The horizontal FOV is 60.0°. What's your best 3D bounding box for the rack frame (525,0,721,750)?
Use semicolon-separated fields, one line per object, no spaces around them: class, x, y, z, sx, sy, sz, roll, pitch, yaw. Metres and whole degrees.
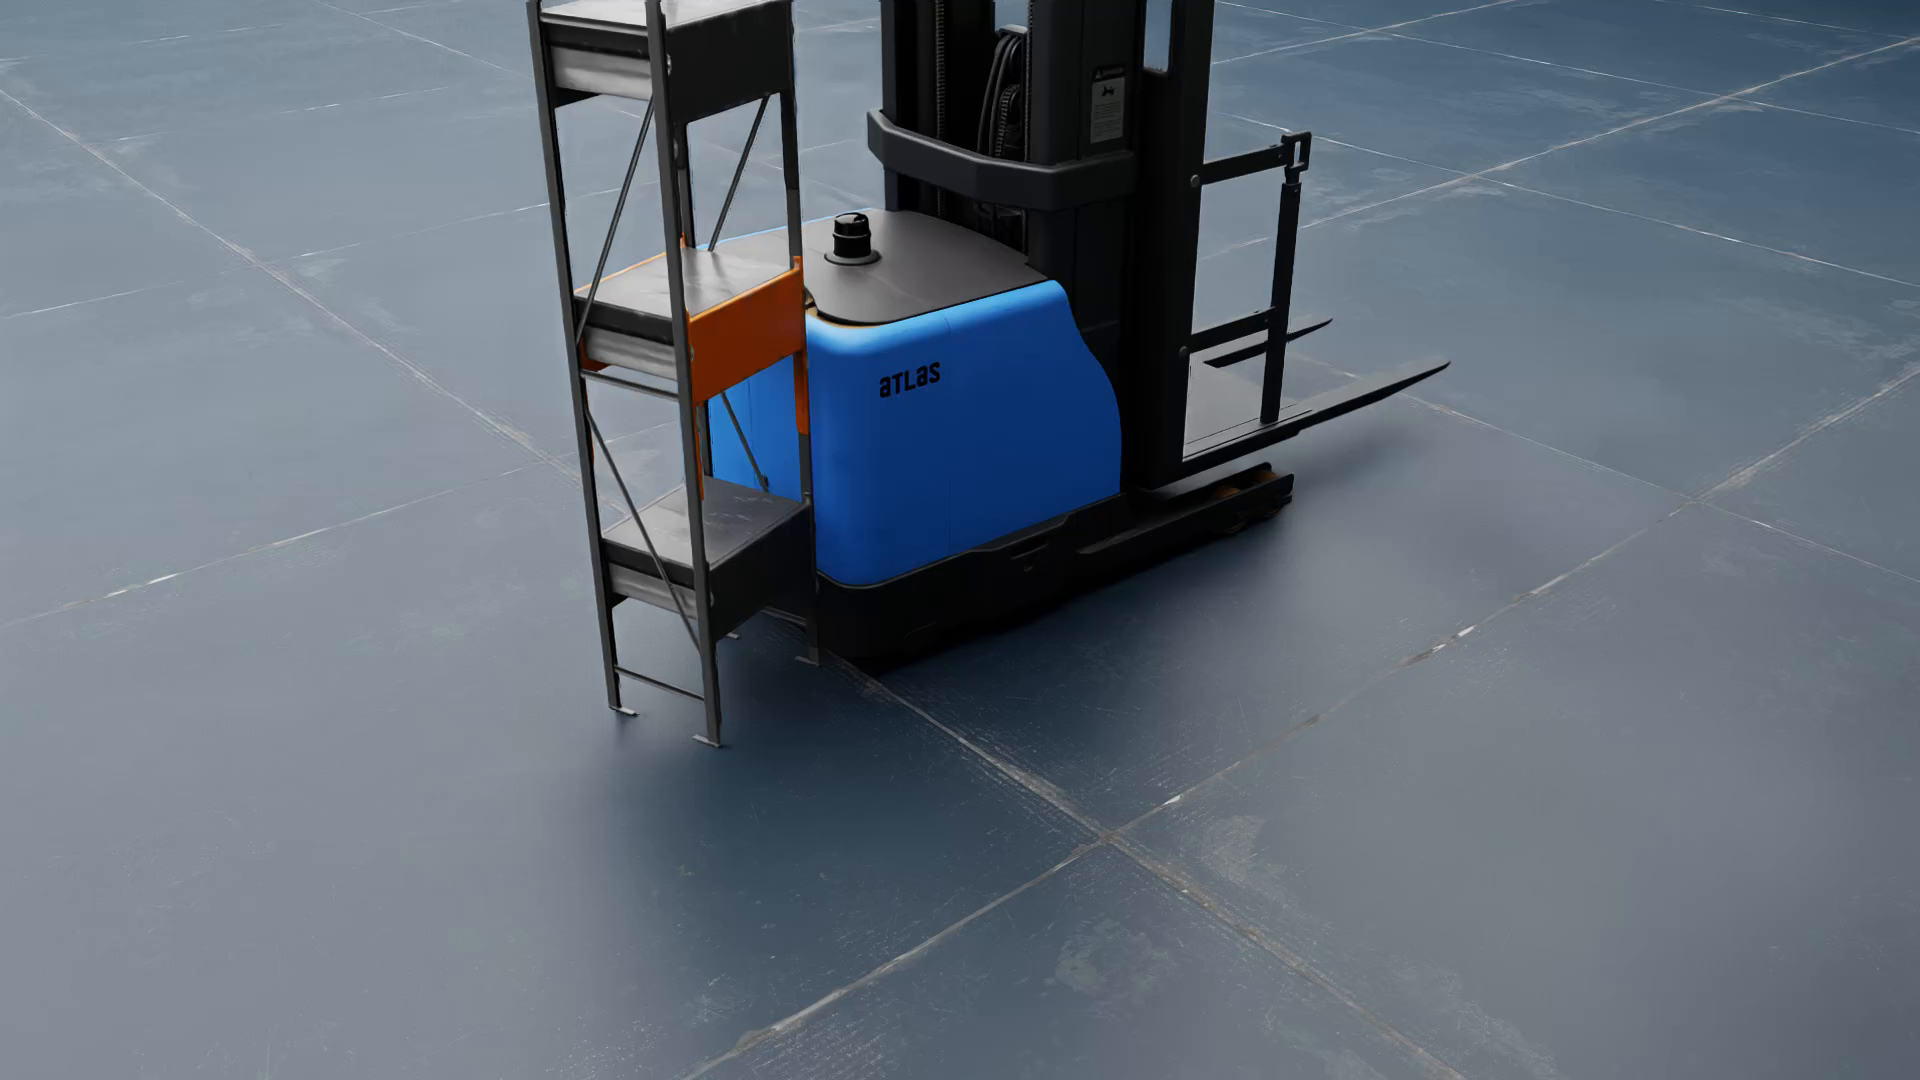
rack frame;-0.844;-0.390;4.252;0.400;2.100;0.015;16;32;27

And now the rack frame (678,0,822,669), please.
rack frame;-0.593;-0.588;4.622;0.400;2.100;0.015;16;32;27

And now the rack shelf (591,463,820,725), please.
rack shelf;-0.719;0.140;4.774;0.431;0.518;0.480;16;32;27

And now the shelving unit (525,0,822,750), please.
shelving unit;-0.719;-0.489;4.437;0.431;2.100;0.503;16;32;27

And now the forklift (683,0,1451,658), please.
forklift;0.557;-1.492;5.432;3.031;2.935;1.130;-20;34;-33

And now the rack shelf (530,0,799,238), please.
rack shelf;-0.718;-1.094;4.113;0.431;0.518;0.480;16;32;27

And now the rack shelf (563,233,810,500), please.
rack shelf;-0.719;-0.477;4.444;0.431;0.518;0.480;16;32;27
